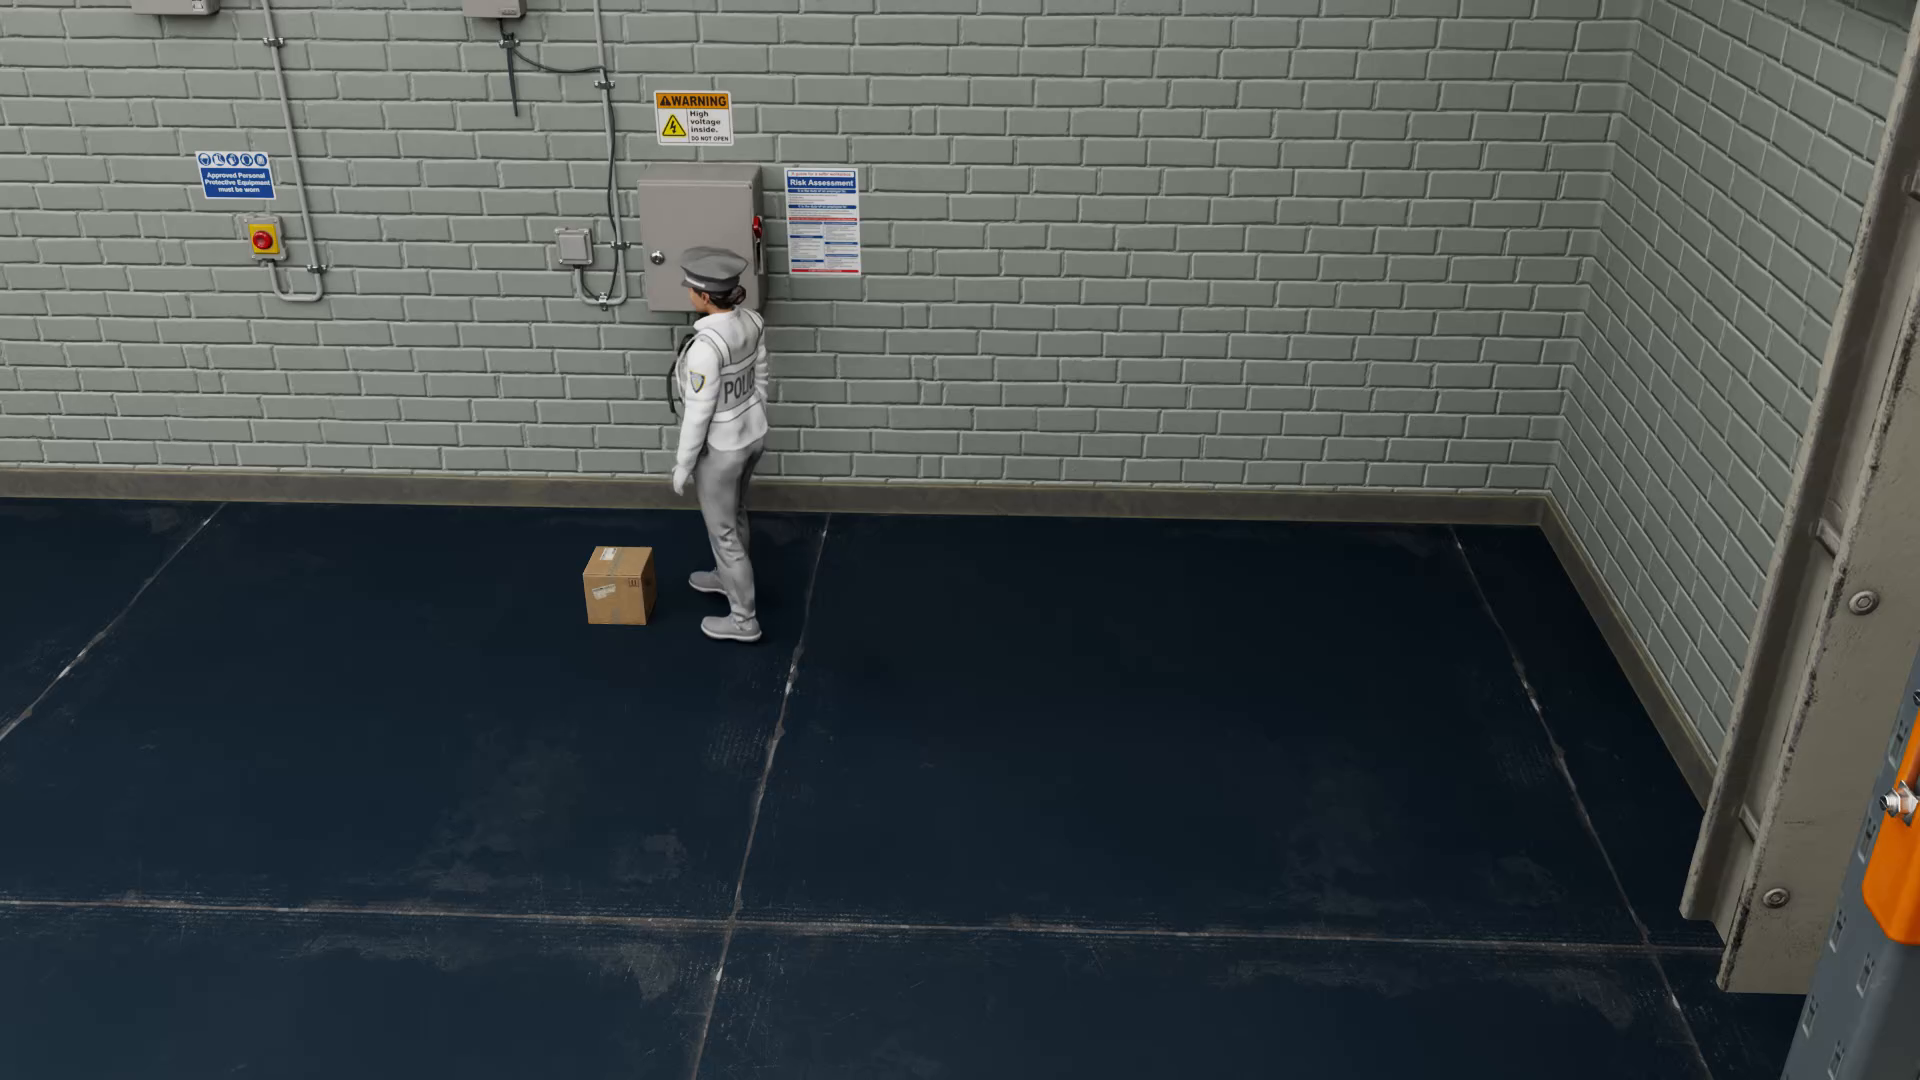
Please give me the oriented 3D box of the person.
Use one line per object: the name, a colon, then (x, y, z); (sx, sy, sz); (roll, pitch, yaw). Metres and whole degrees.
person: (-1.054, -0.301, 6.892); (0.538, 1.445, 0.530); (12, 30, 21)
